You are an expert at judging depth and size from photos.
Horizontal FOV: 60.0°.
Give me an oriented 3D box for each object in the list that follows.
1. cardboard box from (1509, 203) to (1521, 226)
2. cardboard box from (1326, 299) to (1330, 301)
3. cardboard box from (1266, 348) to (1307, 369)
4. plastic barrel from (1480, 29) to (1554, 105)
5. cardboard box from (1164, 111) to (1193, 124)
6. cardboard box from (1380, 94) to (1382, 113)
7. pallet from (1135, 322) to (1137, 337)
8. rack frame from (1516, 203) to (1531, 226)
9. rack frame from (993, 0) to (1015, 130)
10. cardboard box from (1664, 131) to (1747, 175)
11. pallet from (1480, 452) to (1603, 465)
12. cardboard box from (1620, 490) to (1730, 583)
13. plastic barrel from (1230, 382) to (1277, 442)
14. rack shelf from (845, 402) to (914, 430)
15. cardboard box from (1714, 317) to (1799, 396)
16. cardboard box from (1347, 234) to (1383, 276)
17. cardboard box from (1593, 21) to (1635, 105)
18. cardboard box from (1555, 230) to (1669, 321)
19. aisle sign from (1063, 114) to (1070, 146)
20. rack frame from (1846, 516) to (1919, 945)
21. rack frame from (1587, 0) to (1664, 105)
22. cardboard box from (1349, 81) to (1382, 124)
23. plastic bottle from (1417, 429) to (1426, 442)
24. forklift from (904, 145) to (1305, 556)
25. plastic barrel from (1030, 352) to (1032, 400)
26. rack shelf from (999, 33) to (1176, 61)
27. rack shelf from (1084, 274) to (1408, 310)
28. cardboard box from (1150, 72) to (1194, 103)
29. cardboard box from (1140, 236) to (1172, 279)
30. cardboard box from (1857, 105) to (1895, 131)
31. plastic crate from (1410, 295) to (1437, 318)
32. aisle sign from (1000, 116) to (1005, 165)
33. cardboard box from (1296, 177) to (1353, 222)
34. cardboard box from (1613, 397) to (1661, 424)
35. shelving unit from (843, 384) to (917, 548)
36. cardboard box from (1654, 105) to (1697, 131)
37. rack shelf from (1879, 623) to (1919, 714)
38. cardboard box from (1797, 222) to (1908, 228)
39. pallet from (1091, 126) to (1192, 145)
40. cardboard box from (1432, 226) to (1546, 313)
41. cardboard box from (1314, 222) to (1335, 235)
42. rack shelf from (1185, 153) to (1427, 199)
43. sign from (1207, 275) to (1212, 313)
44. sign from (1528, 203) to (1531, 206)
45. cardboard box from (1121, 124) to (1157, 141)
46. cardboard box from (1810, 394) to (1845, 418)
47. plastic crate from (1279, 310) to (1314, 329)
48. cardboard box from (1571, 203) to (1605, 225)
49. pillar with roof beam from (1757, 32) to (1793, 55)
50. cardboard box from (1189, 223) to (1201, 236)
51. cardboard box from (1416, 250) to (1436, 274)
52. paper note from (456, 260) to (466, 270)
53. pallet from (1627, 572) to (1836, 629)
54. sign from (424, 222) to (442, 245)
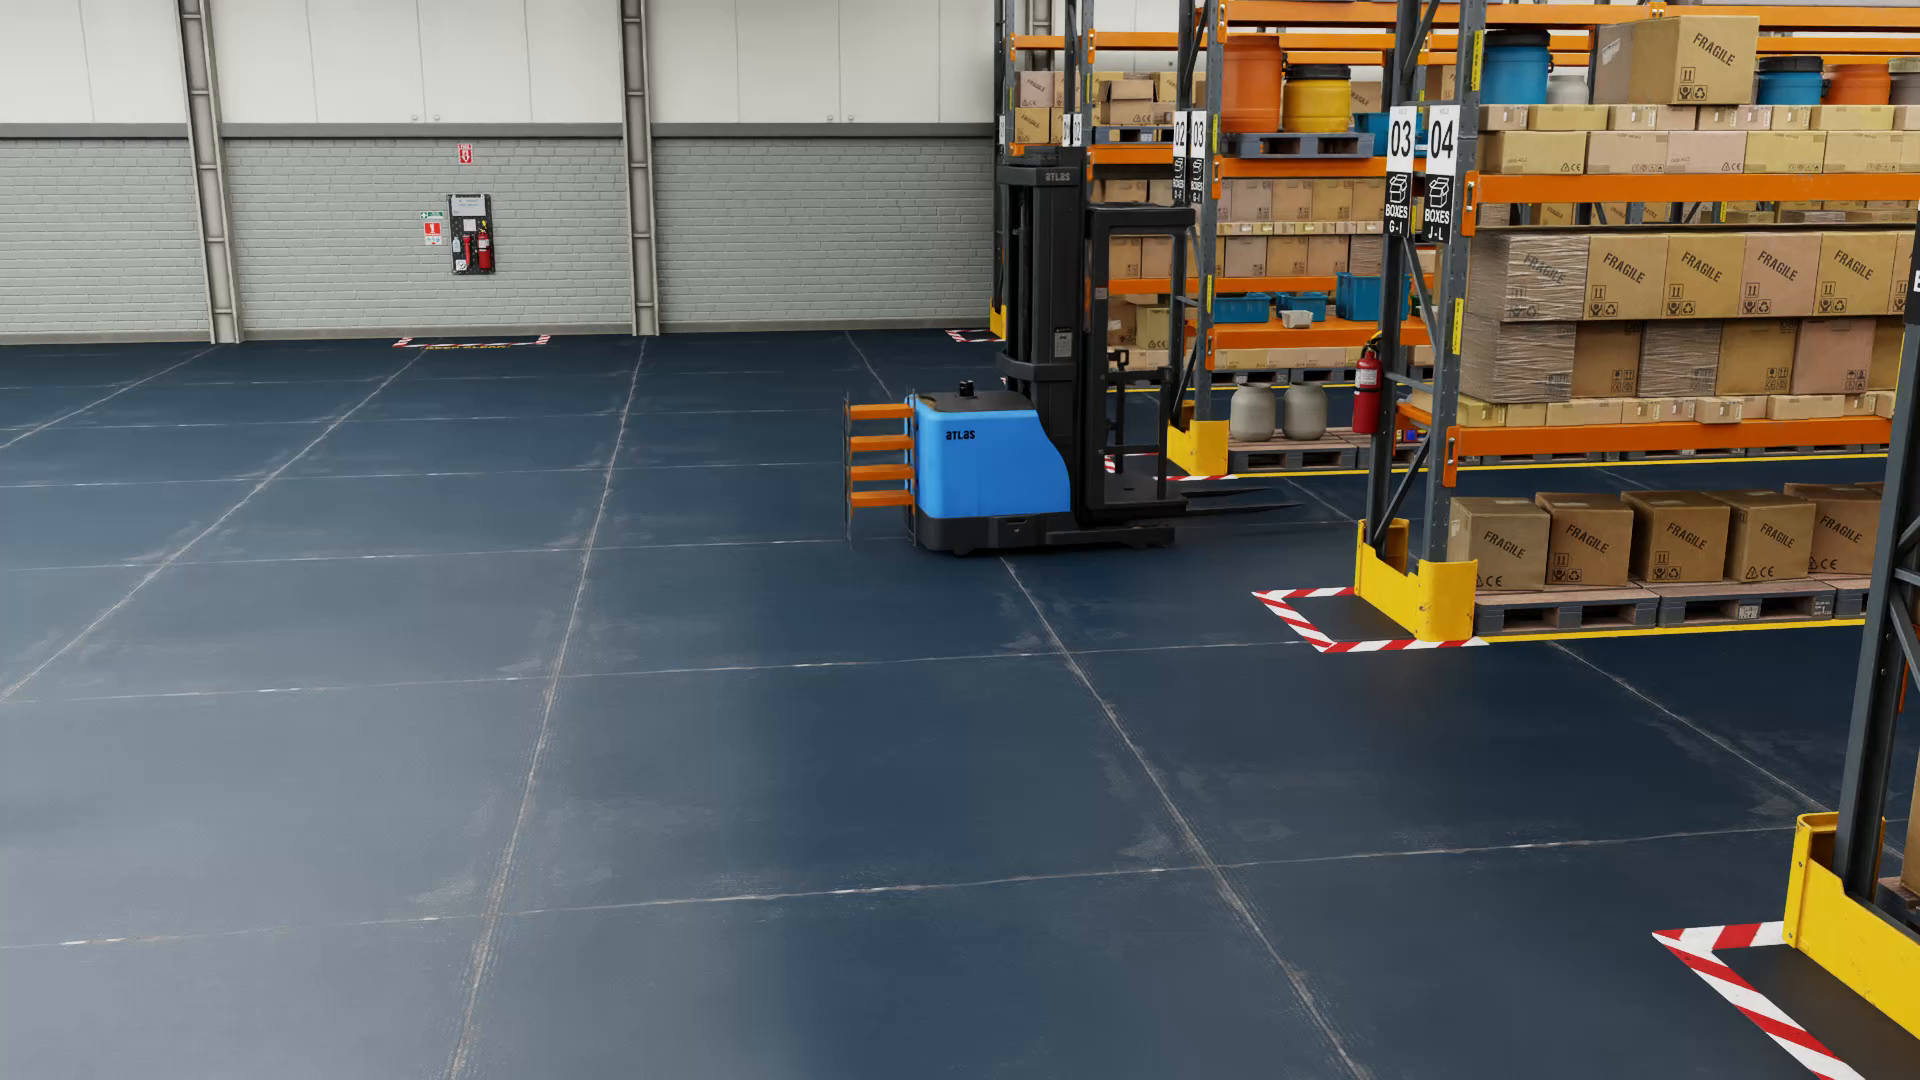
[{"bbox_3d":[8.974,-5.117,26.102,0.500,0.500,0.500,-2,14,-8],"label":"cardboard box"},{"bbox_3d":[4.334,-2.770,20.848,0.500,0.500,0.500,-2,14,-8],"label":"cardboard box"},{"bbox_3d":[3.919,-2.261,20.360,0.500,0.250,0.500,-2,14,-8],"label":"cardboard box"},{"bbox_3d":[5.067,-4.198,15.233,0.708,0.901,0.600,-2,14,-8],"label":"plastic barrel"},{"bbox_3d":[2.567,-4.958,19.523,0.250,0.149,0.380,-2,14,-8],"label":"cardboard box"},{"bbox_3d":[6.363,-6.442,25.006,0.500,0.500,0.500,-3,14,-10],"label":"cardboard box"},{"bbox_3d":[2.723,-3.259,25.282,1.213,0.211,1.003,-2,14,-8],"label":"pallet"},{"bbox_3d":[8.546,-4.834,25.831,0.127,3.000,1.000,-2,14,-8],"label":"rack frame"},{"bbox_3d":[0.636,-7.454,23.946,0.127,3.000,1.000,-2,14,-8],"label":"rack frame"},{"bbox_3d":[4.364,-2.344,10.046,0.500,0.250,0.500,-2,14,-9],"label":"cardboard box"},{"bbox_3d":[5.397,-0.939,16.033,1.213,0.211,1.003,-2,14,-8],"label":"pallet"},{"bbox_3d":[4.677,-0.028,10.941,0.500,0.500,0.500,-1,14,-3],"label":"cardboard box"},{"bbox_3d":[2.751,-1.200,15.593,0.421,0.512,0.421,0,14,0],"label":"plastic barrel"},{"bbox_3d":[-0.599,-0.919,12.304,0.480,0.148,0.258,-3,14,-13],"label":"rack shelf"},{"bbox_3d":[4.871,-1.246,10.706,0.500,0.500,0.875,-2,14,-8],"label":"cardboard box"},{"bbox_3d":[4.895,-3.529,20.420,0.500,0.500,0.700,-2,14,-10],"label":"cardboard box"},{"bbox_3d":[4.344,-2.977,10.415,0.500,0.500,0.500,-2,14,-8],"label":"cardboard box"},{"bbox_3d":[3.929,-1.618,10.136,0.500,0.500,0.500,-2,14,-8],"label":"cardboard box"},{"bbox_3d":[1.269,-4.682,19.881,0.004,0.787,0.394,-2,14,-8],"label":"aisle sign"},{"bbox_3d":[3.488,0.226,5.654,0.053,2.616,0.949,-2,14,-8],"label":"rack frame"},{"bbox_3d":[6.067,-5.216,15.021,0.127,3.000,1.000,-2,14,-8],"label":"rack frame"},{"bbox_3d":[4.795,-5.318,20.238,0.500,0.500,0.500,-1,14,-4],"label":"cardboard box"},{"bbox_3d":[4.290,-1.054,15.464,0.097,0.271,0.097,0,14,0],"label":"plastic bottle"},{"bbox_3d":[5.458,0.504,4.685,7.636,2.935,18.991,-3,14,-13],"label":"forklift"},{"bbox_3d":[5.876,-1.489,14.763,11.251,1.474,2.865,-2,14,-8],"label":"plastic barrel"},{"bbox_3d":[2.613,-7.176,24.322,4.000,0.370,1.077,-2,14,-8],"label":"rack shelf"},{"bbox_3d":[3.355,-3.076,20.301,4.000,0.370,1.077,-2,14,-8],"label":"rack shelf"},{"bbox_3d":[3.081,-6.560,24.245,0.500,0.500,0.500,-3,14,-10],"label":"cardboard box"},{"bbox_3d":[2.359,-3.435,20.048,0.500,0.500,0.700,-2,14,-7],"label":"cardboard box"},{"bbox_3d":[5.478,-2.584,10.180,0.250,0.149,0.380,-2,14,-6],"label":"cardboard box"},{"bbox_3d":[4.682,-2.222,15.851,0.662,0.188,0.450,-2,14,-8],"label":"plastic crate"},{"bbox_3d":[0.609,-5.730,24.061,0.004,0.787,0.394,-2,14,-8],"label":"aisle sign"},{"bbox_3d":[4.395,-4.139,20.188,0.500,0.500,0.700,-2,14,-8],"label":"cardboard box"},{"bbox_3d":[4.159,-0.832,10.390,0.250,0.149,0.380,-2,14,-8],"label":"cardboard box"},{"bbox_3d":[-0.597,-0.538,12.400,0.499,1.200,0.258,-3,14,-13],"label":"shelving unit"},{"bbox_3d":[4.179,-2.525,9.947,0.250,0.149,0.380,-2,14,-8],"label":"cardboard box"},{"bbox_3d":[5.466,0.503,6.027,4.000,0.370,1.077,-2,14,-8],"label":"rack shelf"},{"bbox_3d":[5.828,-1.819,10.936,0.500,0.500,0.500,-2,14,-8],"label":"cardboard box"},{"bbox_3d":[2.080,-4.784,19.648,1.213,0.211,1.003,-2,14,-8],"label":"pallet"},{"bbox_3d":[3.356,-1.727,10.569,0.500,0.500,0.500,-2,14,-8],"label":"cardboard box"},{"bbox_3d":[4.333,-3.771,20.054,0.250,0.149,0.380,-2,14,-8],"label":"cardboard box"},{"bbox_3d":[4.089,-3.340,15.185,4.000,0.370,1.077,-2,14,-8],"label":"rack shelf"},{"bbox_3d":[2.189,-2.163,14.611,0.005,0.325,0.100,-2,14,-8],"label":"sign"},{"bbox_3d":[8.637,-5.227,25.181,0.005,0.325,0.100,-2,14,-8],"label":"sign"},{"bbox_3d":[2.579,-6.065,24.324,0.500,0.500,0.500,-1,14,-5],"label":"cardboard box"},{"bbox_3d":[5.392,-0.881,10.585,0.250,0.149,0.380,-2,14,-8],"label":"cardboard box"},{"bbox_3d":[3.044,-1.988,15.026,0.250,0.136,0.298,-2,14,-8],"label":"plastic crate"},{"bbox_3d":[9.584,-5.009,25.672,0.500,0.500,0.500,-2,14,-6],"label":"cardboard box"},{"bbox_3d":[13.706,-7.087,22.481,0.400,9.000,9.100,-2,14,-8],"label":"pillar with roof beam"},{"bbox_3d":[2.818,-3.716,19.834,0.250,0.149,0.380,-3,14,-10],"label":"cardboard box"},{"bbox_3d":[5.813,-3.453,20.634,0.500,0.250,0.500,-1,14,-5],"label":"cardboard box"},{"bbox_3d":[-7.369,-4.063,24.566,0.142,0.148,0.016,-2,14,-8],"label":"paper note"},{"bbox_3d":[4.937,0.316,11.029,1.213,0.211,1.003,-2,14,-8],"label":"pallet"},{"bbox_3d":[-7.746,-4.502,24.433,0.234,0.329,0.001,-2,14,-8],"label":"sign"}]
